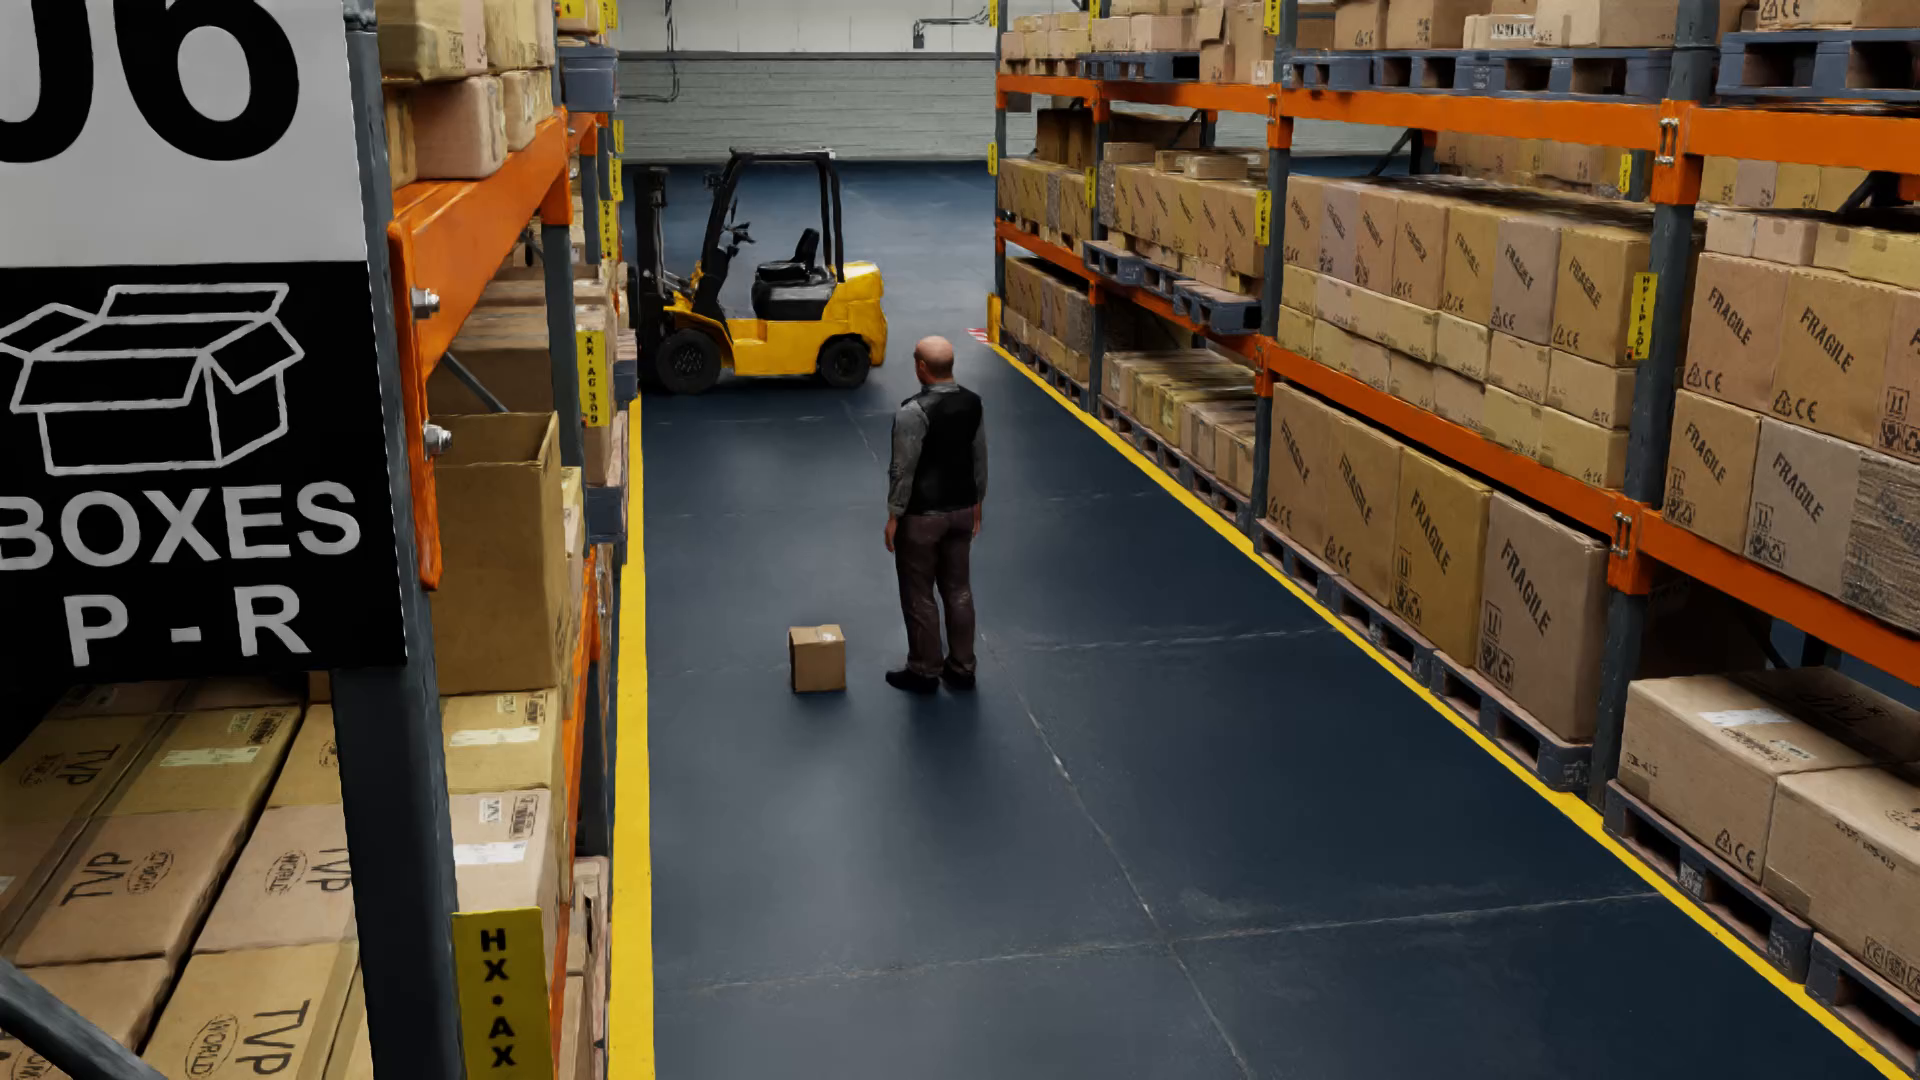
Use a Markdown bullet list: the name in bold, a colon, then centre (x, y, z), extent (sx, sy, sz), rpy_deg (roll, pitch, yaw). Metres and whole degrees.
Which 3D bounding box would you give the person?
- **person**: centre (-0.139, -0.074, 7.980), extent (0.573, 1.640, 0.409), rpy_deg (-15, 22, -42)
